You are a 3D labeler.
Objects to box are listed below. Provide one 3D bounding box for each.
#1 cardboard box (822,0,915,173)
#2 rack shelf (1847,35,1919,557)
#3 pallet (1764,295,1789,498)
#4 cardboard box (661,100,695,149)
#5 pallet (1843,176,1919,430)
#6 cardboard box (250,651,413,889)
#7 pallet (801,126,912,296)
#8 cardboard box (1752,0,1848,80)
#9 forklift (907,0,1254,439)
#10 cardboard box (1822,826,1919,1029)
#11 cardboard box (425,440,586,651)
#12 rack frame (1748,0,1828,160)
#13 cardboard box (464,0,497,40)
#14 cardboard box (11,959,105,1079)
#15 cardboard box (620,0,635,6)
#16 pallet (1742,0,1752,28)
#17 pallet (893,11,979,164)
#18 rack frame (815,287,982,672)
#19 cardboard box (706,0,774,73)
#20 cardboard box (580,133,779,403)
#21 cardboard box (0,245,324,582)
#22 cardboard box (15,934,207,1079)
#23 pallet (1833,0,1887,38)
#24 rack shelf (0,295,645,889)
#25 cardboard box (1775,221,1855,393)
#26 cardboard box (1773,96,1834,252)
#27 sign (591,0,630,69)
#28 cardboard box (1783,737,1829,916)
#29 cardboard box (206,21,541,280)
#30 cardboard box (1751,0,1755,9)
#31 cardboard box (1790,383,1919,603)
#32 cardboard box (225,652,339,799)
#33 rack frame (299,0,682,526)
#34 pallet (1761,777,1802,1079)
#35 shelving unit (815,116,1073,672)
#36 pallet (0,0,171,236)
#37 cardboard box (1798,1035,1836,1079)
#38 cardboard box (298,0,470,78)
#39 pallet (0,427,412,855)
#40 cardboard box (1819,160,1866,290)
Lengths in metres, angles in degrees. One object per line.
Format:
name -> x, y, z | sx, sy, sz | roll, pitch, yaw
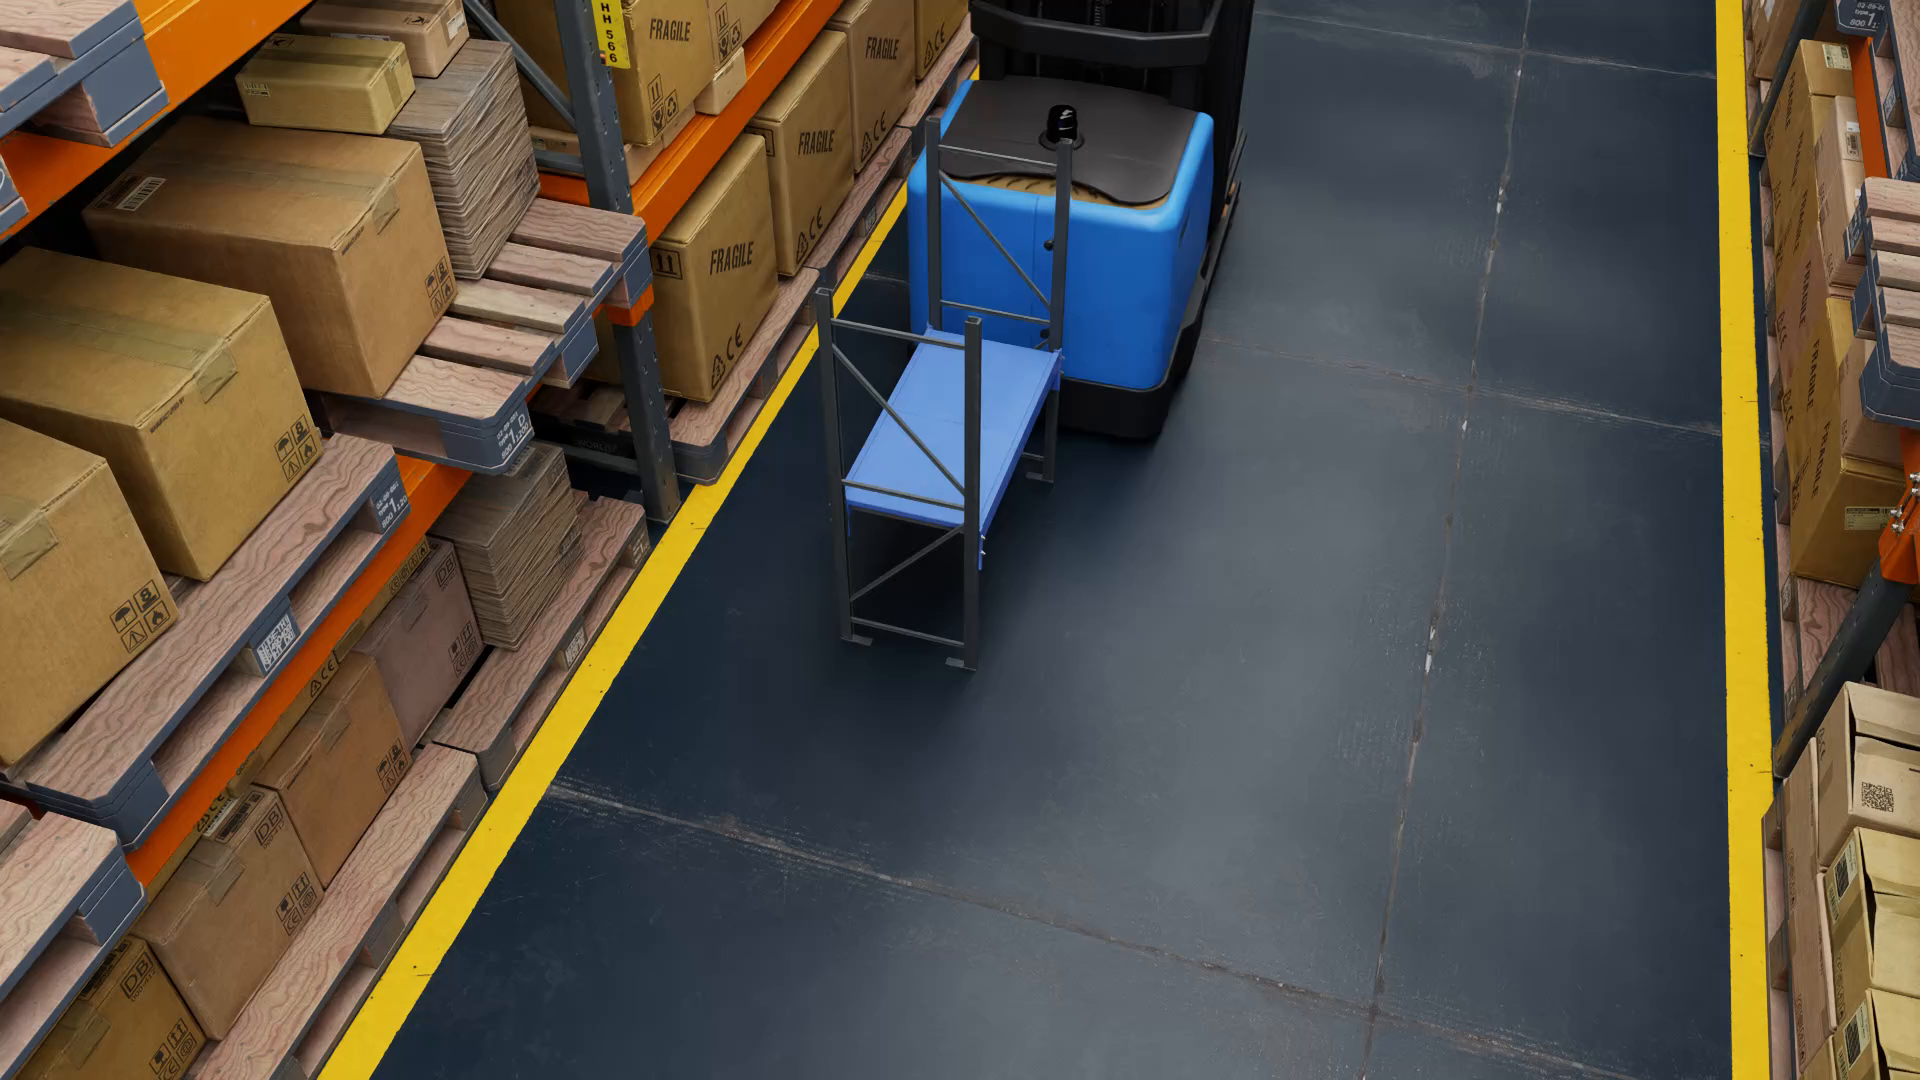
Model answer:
cardboard box -> -0.691, -2.266, 7.657 | 0.750, 0.750, 0.750 | 14, 46, 14
rack shelf -> 3.765, -1.301, 5.949 | 1.077, 0.370, 4.000 | 13, 46, 13
pallet -> 3.792, -0.528, 6.639 | 1.003, 0.211, 1.213 | 13, 46, 13
cardboard box -> -1.158, -1.526, 5.830 | 0.380, 0.149, 0.250 | 13, 46, 13
pallet -> 3.297, -0.623, 4.879 | 1.213, 0.211, 1.003 | 13, 46, 13
cardboard box -> -2.122, 0.611, 4.953 | 0.700, 0.500, 0.500 | 12, 46, 12
pallet -> -0.881, -1.595, 7.729 | 1.003, 0.211, 1.213 | 13, 46, 13
cardboard box -> 4.273, -2.595, 8.230 | 0.500, 0.500, 0.500 | 13, 46, 13
forklift -> 0.684, -2.496, 6.705 | 1.130, 2.935, 3.031 | 11, 46, 11
cardboard box -> 2.569, 1.046, 4.301 | 0.500, 0.311, 0.500 | 11, 46, 12
cardboard box -> -1.732, -0.045, 5.623 | 0.700, 0.500, 0.500 | 13, 46, 13
rack frame -> 4.370, -2.891, 7.060 | 1.000, 3.000, 0.127 | 13, 46, 13
cardboard box -> -1.671, -1.792, 5.638 | 0.500, 0.500, 0.500 | 13, 46, 13
cardboard box -> -2.437, 1.074, 3.944 | 0.500, 0.250, 0.500 | 12, 46, 12
cardboard box -> -1.171, -1.956, 5.270 | 0.500, 0.250, 0.500 | 14, 46, 13
pallet -> 4.947, -3.168, 9.337 | 1.003, 0.211, 1.213 | 13, 46, 13
pallet -> -0.514, -2.411, 8.563 | 1.003, 0.211, 1.213 | 13, 46, 13
rack frame -> -0.180, -0.140, 5.321 | 0.500, 1.500, 0.032 | 13, 46, 12
cardboard box -> -1.005, -2.038, 5.889 | 0.500, 0.500, 0.500 | 14, 46, 14
cardboard box -> -1.216, -1.116, 6.482 | 0.750, 0.750, 0.750 | 12, 46, 12
cardboard box -> -2.052, -0.314, 4.040 | 0.700, 0.500, 0.500 | 13, 46, 13
cardboard box -> -2.459, 1.282, 4.268 | 0.700, 0.500, 0.500 | 12, 46, 12
pallet -> 4.024, -2.313, 6.606 | 1.003, 0.211, 1.213 | 13, 46, 13
rack shelf -> -2.169, 0.319, 4.294 | 1.077, 0.370, 4.000 | 13, 46, 13
cardboard box -> 3.529, -0.858, 6.455 | 0.500, 0.500, 0.500 | 11, 45, 11
cardboard box -> 3.841, -1.526, 7.138 | 0.500, 0.500, 0.500 | 13, 46, 13
sign -> -1.043, -1.549, 4.917 | 0.100, 0.325, 0.005 | 13, 46, 13
cardboard box -> 2.720, 0.895, 4.857 | 0.500, 0.250, 0.500 | 12, 46, 12
cardboard box -> -1.696, -1.149, 4.894 | 0.700, 0.500, 0.500 | 8, 45, 8
cardboard box -> 4.500, -3.027, 8.807 | 0.500, 0.311, 0.500 | 13, 46, 13
cardboard box -> 3.218, -0.162, 5.743 | 0.500, 0.500, 0.500 | 14, 46, 14
cardboard box -> -2.115, 0.398, 4.635 | 0.500, 0.250, 0.500 | 12, 46, 12
rack frame -> -1.563, -1.272, 5.405 | 1.000, 3.000, 0.127 | 13, 46, 13
pallet -> 2.872, 1.312, 4.758 | 1.003, 0.211, 1.213 | 13, 46, 13
shelving unit -> -0.026, -0.479, 5.667 | 0.538, 1.500, 1.048 | 13, 46, 12
pallet -> -2.175, -0.691, 2.801 | 1.213, 0.211, 1.003 | 13, 46, 13
cardboard box -> 2.417, 1.578, 4.159 | 0.500, 0.250, 0.500 | 11, 46, 11
cardboard box -> -1.639, -1.460, 4.748 | 0.380, 0.149, 0.250 | 7, 45, 7
pallet -> -2.124, 0.125, 4.115 | 1.003, 0.211, 1.213 | 13, 46, 13
cardboard box -> 3.537, -1.151, 6.218 | 0.500, 0.250, 0.500 | 12, 46, 12
